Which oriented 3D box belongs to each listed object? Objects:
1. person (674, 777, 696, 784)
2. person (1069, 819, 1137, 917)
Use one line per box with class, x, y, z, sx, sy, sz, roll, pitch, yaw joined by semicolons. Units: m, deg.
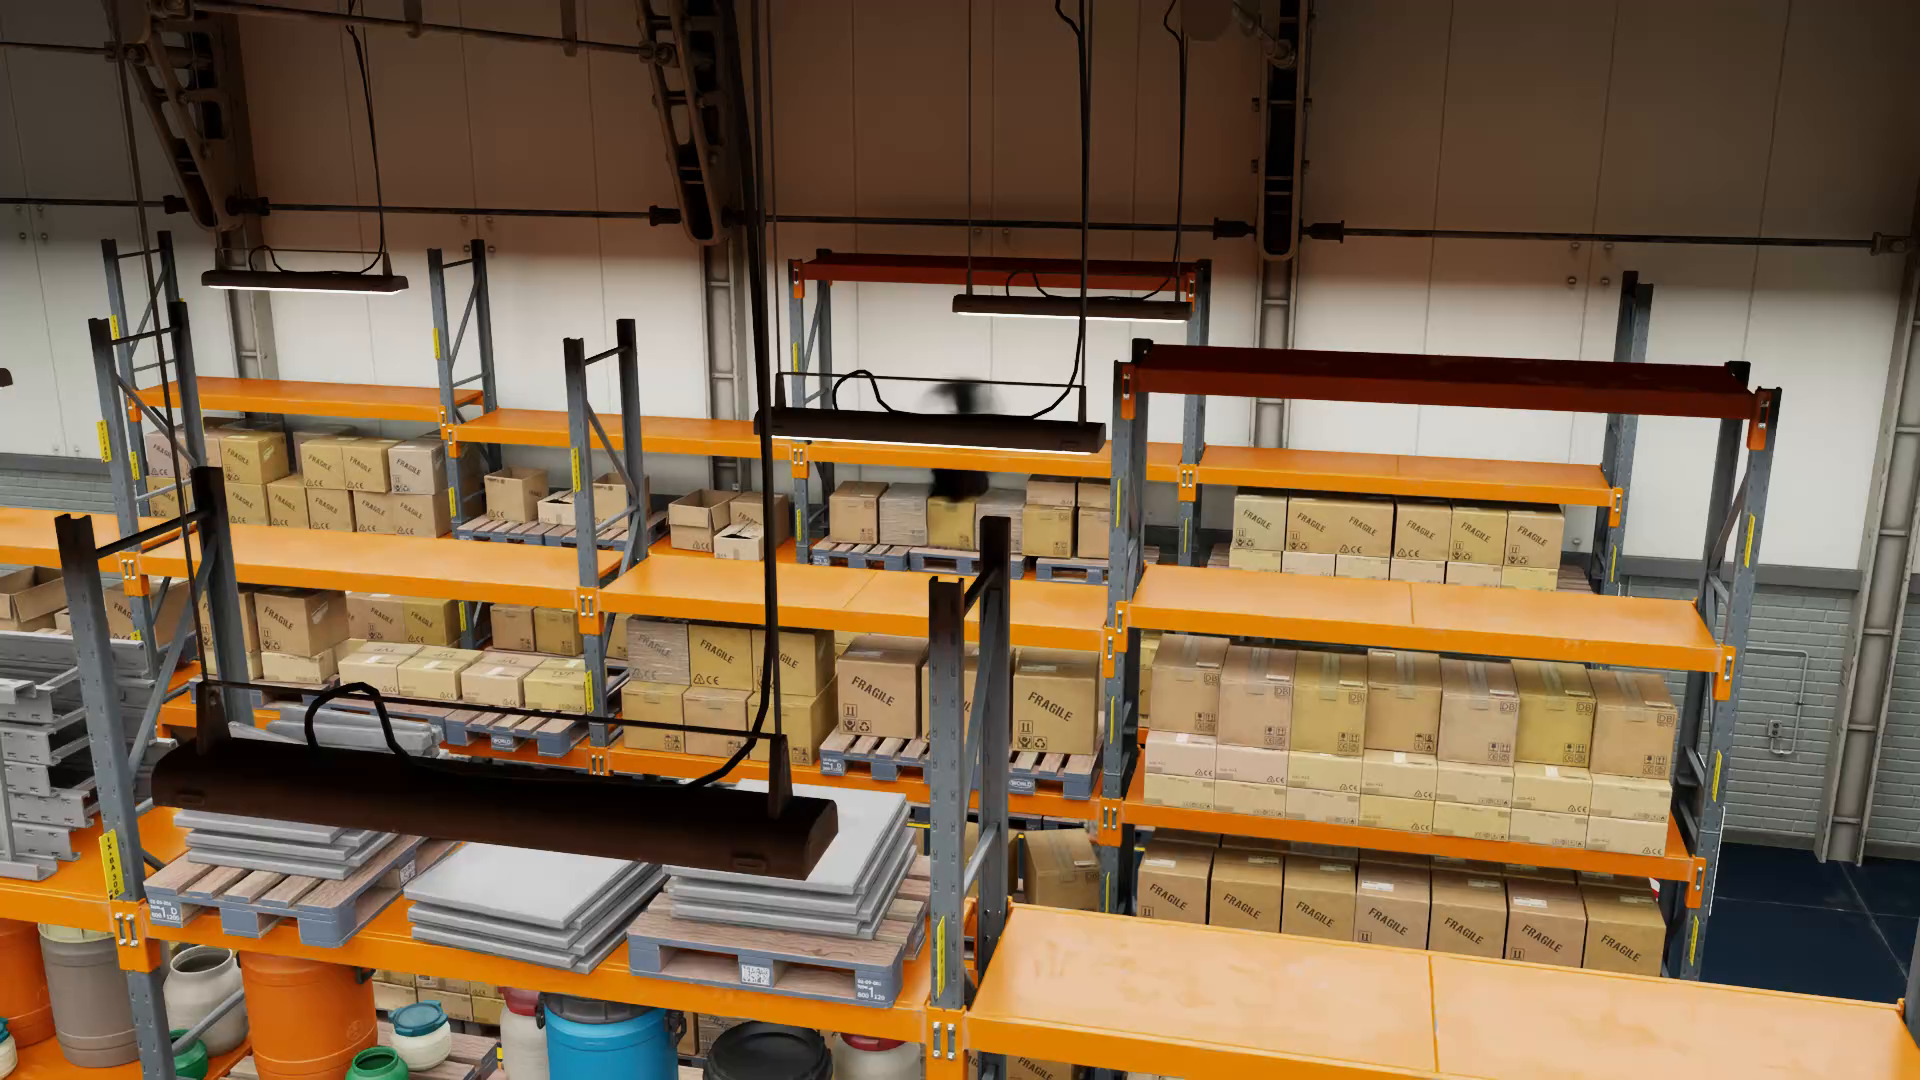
person;-2.319;2.959;15.395;0.821;1.612;0.700;5;17;16
person;1.364;2.934;15.484;0.800;1.675;0.503;1;16;4
